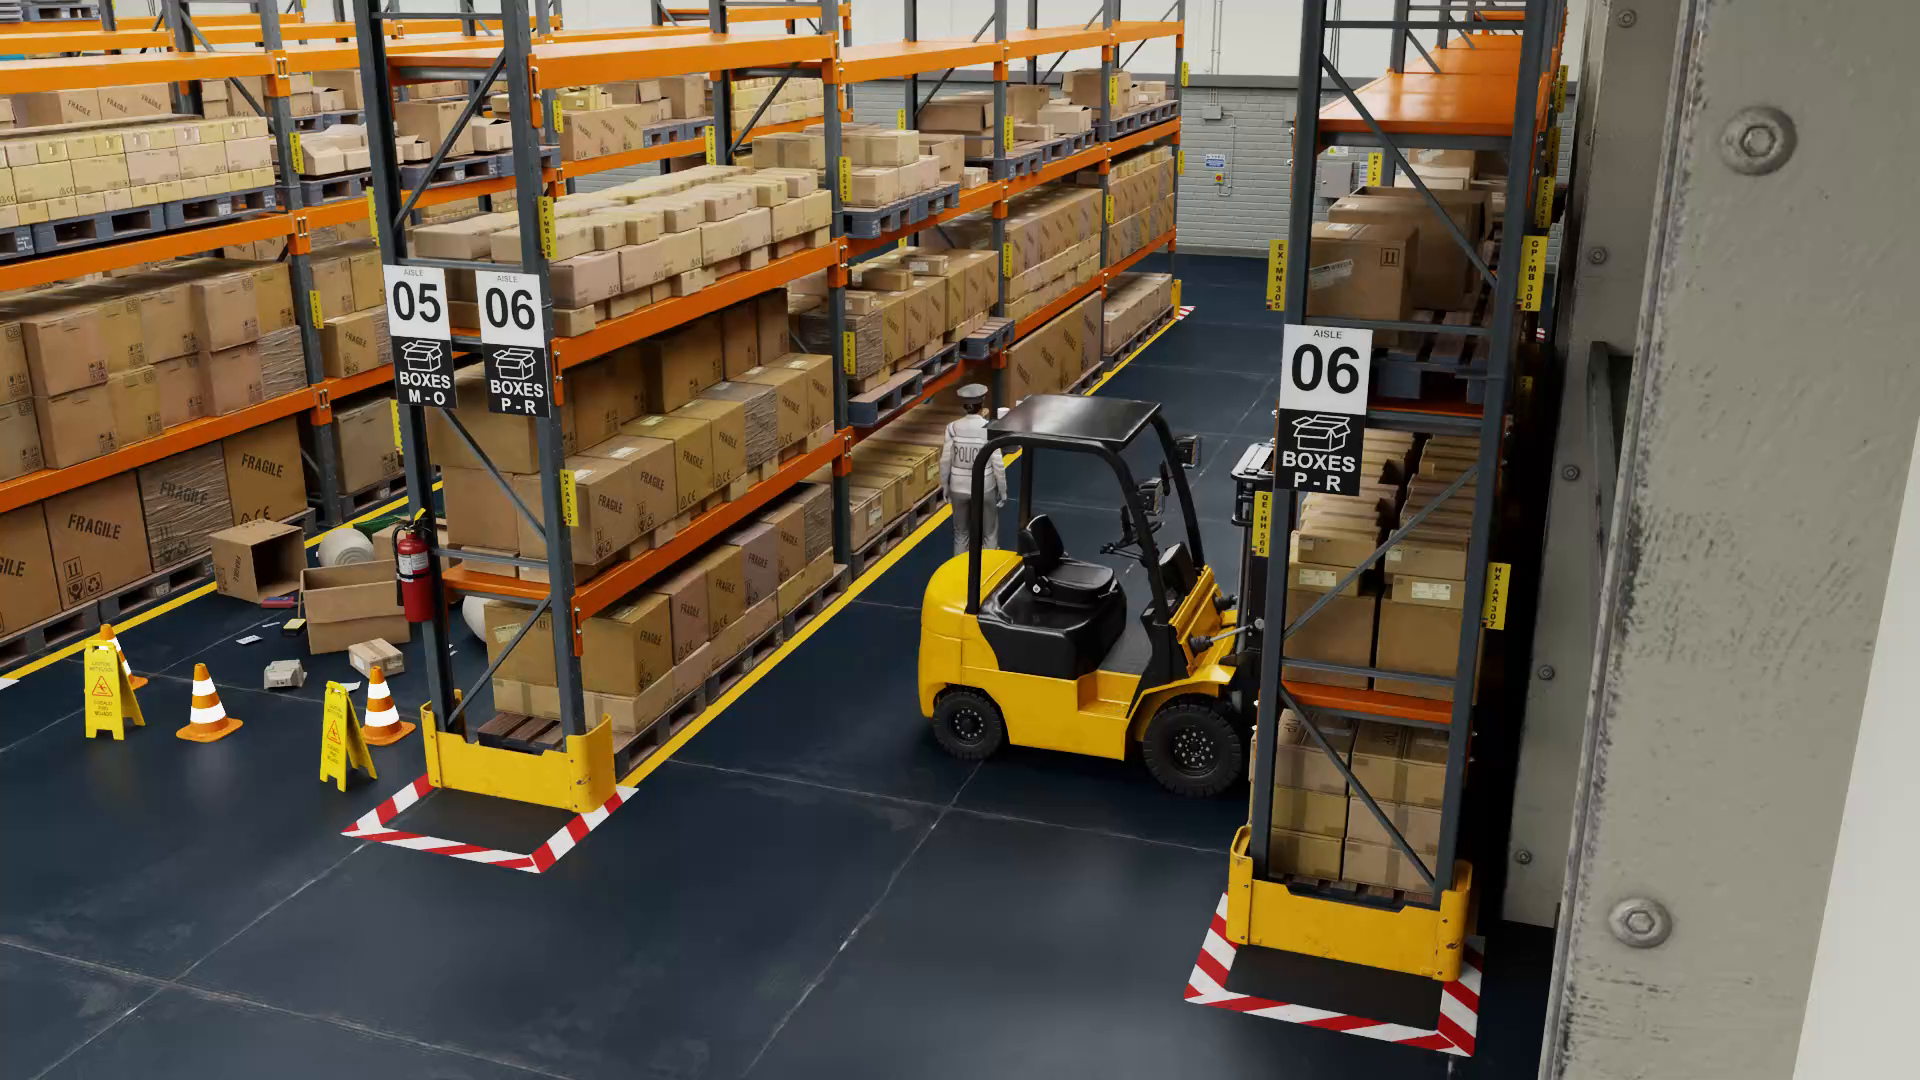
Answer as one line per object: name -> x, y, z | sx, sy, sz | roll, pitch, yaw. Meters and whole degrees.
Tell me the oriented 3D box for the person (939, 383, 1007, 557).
person -> 0.108, -0.393, 13.208 | 0.545, 1.666, 0.371 | 5, 19, 15
